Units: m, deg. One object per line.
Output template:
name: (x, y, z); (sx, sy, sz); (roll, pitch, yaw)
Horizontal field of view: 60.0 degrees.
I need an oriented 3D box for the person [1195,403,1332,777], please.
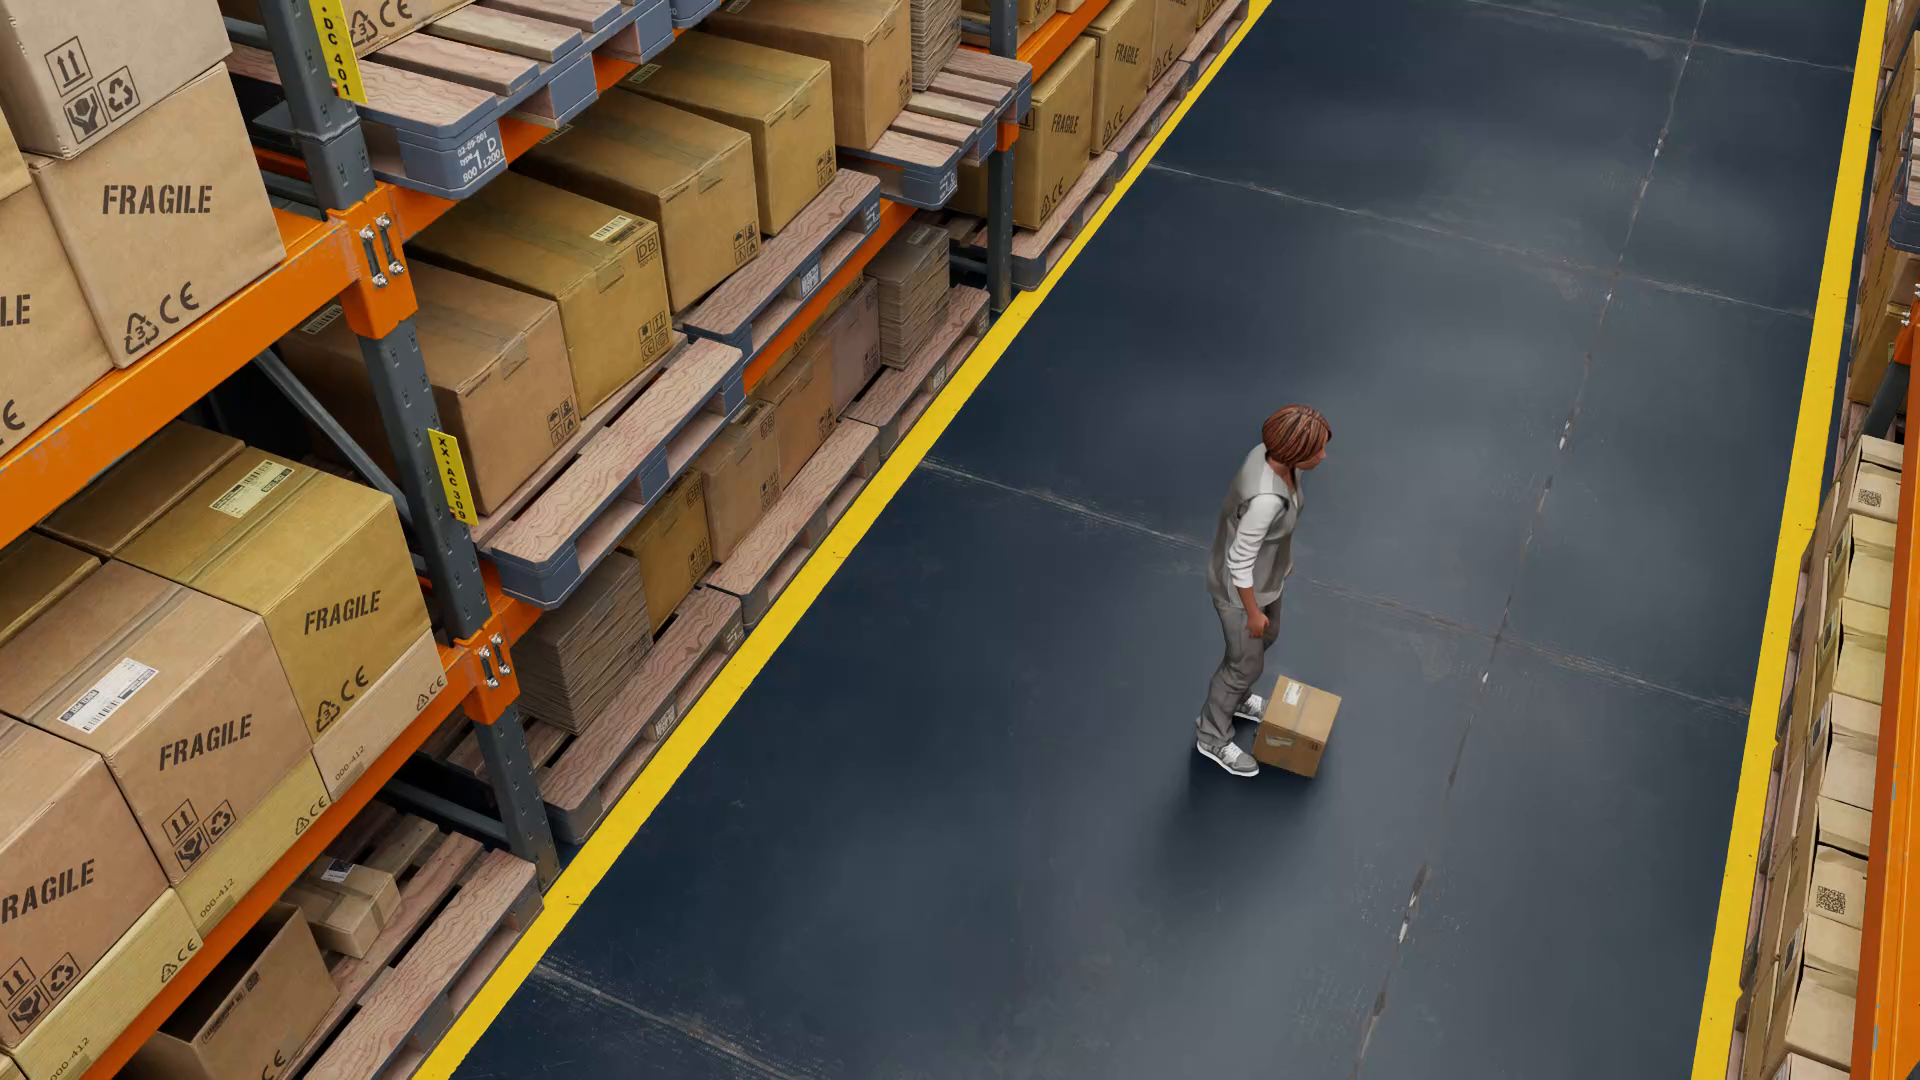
person: (1.065, 0.153, 6.001); (0.342, 1.594, 0.460); (16, 45, 17)
